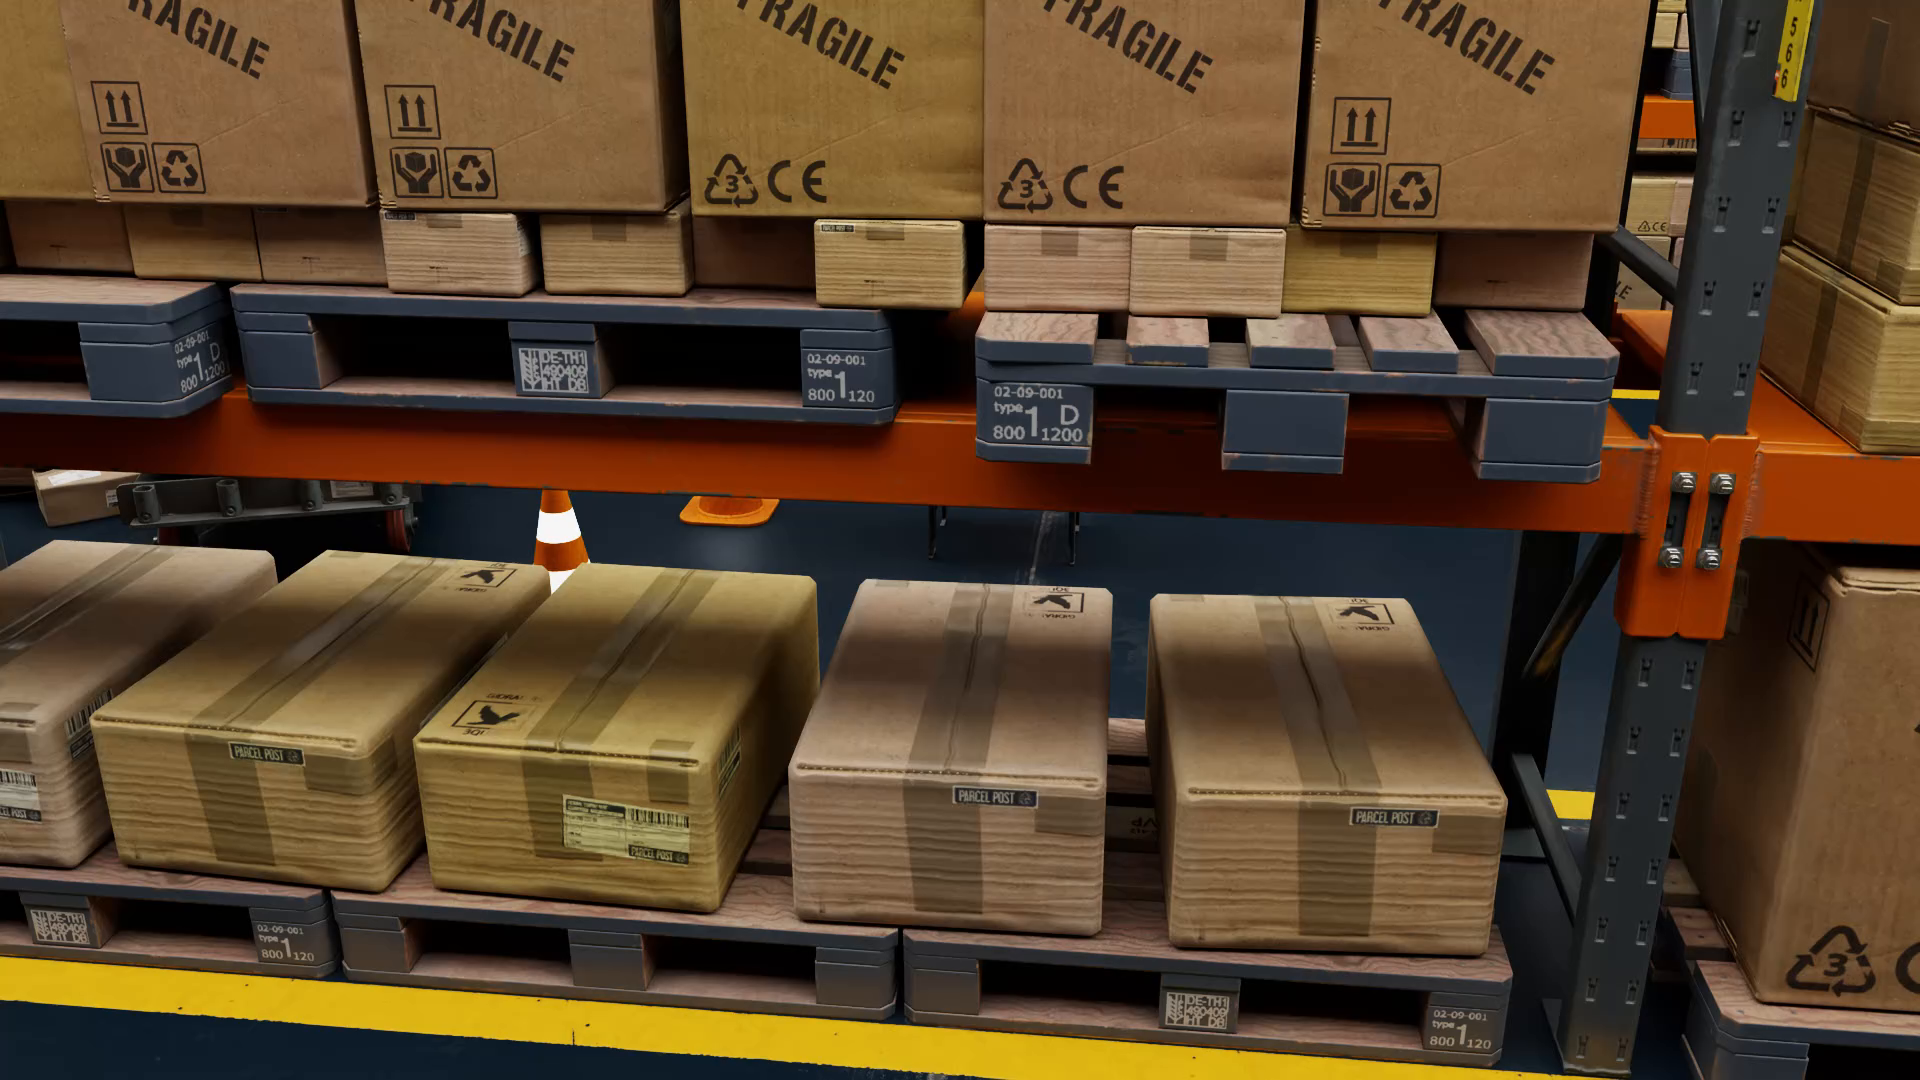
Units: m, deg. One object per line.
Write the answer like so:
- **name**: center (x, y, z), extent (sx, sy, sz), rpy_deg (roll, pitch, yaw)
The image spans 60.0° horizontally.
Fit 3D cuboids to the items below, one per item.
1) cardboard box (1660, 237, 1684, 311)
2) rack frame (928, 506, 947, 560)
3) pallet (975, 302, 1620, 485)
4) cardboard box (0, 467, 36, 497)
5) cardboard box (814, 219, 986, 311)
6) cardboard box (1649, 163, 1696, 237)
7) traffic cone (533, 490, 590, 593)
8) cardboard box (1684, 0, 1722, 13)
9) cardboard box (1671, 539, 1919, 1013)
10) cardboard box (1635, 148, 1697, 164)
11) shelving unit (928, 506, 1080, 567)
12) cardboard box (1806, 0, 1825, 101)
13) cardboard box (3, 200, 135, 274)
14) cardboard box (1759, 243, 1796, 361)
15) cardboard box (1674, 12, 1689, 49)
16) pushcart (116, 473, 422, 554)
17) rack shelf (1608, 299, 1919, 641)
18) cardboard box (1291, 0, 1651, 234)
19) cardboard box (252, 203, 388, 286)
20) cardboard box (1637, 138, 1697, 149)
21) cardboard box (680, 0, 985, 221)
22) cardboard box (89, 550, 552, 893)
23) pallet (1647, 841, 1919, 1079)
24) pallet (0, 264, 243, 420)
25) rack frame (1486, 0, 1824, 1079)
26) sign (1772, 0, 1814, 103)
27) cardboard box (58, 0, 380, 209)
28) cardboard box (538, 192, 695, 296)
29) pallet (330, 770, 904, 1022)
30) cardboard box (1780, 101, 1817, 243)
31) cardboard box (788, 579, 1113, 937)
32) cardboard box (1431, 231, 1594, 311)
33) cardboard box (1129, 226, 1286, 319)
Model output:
- **cardboard box**: center (3.476, -1.202, 7.728), extent (0.500, 0.500, 0.500), rpy_deg (2, 22, 5)
- **rack frame**: center (-0.078, -0.980, 5.562), extent (0.015, 2.100, 0.400), rpy_deg (2, 22, 6)
- **pallet**: center (0.591, -0.425, 3.195), extent (1.003, 0.211, 1.213), rpy_deg (2, 22, 6)
- **cardboard box**: center (-3.661, -0.581, 6.541), extent (0.503, 0.637, 0.797), rpy_deg (2, 22, 6)
- **cardboard box**: center (-0.096, -0.529, 2.969), extent (0.250, 0.149, 0.380), rpy_deg (3, 22, 7)
- **cardboard box**: center (3.443, -1.549, 7.587), extent (0.500, 0.250, 0.500), rpy_deg (3, 22, 7)
- **traffic cone**: center (-1.265, 0.027, 5.241), extent (0.334, 0.463, 0.336), rpy_deg (2, 22, 6)
- **cardboard box**: center (3.282, -2.413, 7.329), extent (0.250, 0.149, 0.380), rpy_deg (3, 22, 6)
- **cardboard box**: center (1.987, 0.331, 3.341), extent (0.875, 0.875, 0.875), rpy_deg (2, 22, 6)
- **cardboard box**: center (3.509, -1.736, 8.059), extent (0.500, 0.250, 0.500), rpy_deg (3, 22, 8)
- **shelving unit**: center (0.164, -0.969, 5.536), extent (0.503, 2.100, 0.431), rpy_deg (2, 22, 6)
- **cardboard box**: center (1.855, -1.107, 3.163), extent (0.500, 0.500, 0.500), rpy_deg (2, 22, 5)
- **cardboard box**: center (-1.612, -0.636, 3.239), extent (0.250, 0.149, 0.380), rpy_deg (4, 22, 10)
- **cardboard box**: center (1.844, -0.525, 3.392), extent (0.500, 0.250, 0.500), rpy_deg (2, 22, 4)
- **cardboard box**: center (3.281, -2.274, 7.383), extent (0.250, 0.149, 0.380), rpy_deg (3, 22, 8)
- **pushcart**: center (-2.442, -0.310, 6.211), extent (0.936, 0.377, 1.648), rpy_deg (-5, 22, -12)
- **rack shelf**: center (3.297, -0.101, 3.094), extent (4.000, 0.370, 1.077), rpy_deg (2, 22, 6)
- **cardboard box**: center (0.827, -0.820, 2.823), extent (0.500, 0.500, 0.500), rpy_deg (2, 22, 5)
- **cardboard box**: center (-1.116, -0.598, 3.143), extent (0.250, 0.149, 0.380), rpy_deg (3, 22, 7)
- **cardboard box**: center (4.924, -3.233, 12.356), extent (0.875, 0.875, 1.225), rpy_deg (2, 22, 4)
- **cardboard box**: center (-0.189, -0.860, 2.923), extent (0.500, 0.500, 0.500), rpy_deg (1, 22, 3)
- **cardboard box**: center (-1.426, 0.383, 3.893), extent (0.625, 0.372, 0.950), rpy_deg (4, 22, 10)
- **pallet**: center (2.085, 0.836, 3.537), extent (1.213, 0.211, 1.003), rpy_deg (2, 22, 6)
- **pallet**: center (-1.919, -0.520, 3.435), extent (1.213, 0.211, 1.003), rpy_deg (2, 22, 6)
- **rack frame**: center (1.311, -0.522, 3.180), extent (0.127, 3.000, 1.000), rpy_deg (2, 22, 6)
- **sign**: center (1.257, -0.825, 2.480), extent (0.005, 0.325, 0.100), rpy_deg (2, 22, 6)
- **cardboard box**: center (-1.242, -0.902, 3.030), extent (0.500, 0.500, 0.500), rpy_deg (2, 22, 6)
- **cardboard box**: center (-0.590, -0.567, 3.064), extent (0.250, 0.149, 0.380), rpy_deg (2, 22, 5)
- **pallet**: center (-0.673, 0.687, 3.916), extent (1.213, 0.211, 1.003), rpy_deg (2, 22, 6)
- **cardboard box**: center (1.822, -0.756, 3.297), extent (0.500, 0.250, 0.500), rpy_deg (2, 22, 6)
- **cardboard box**: center (0.017, 0.448, 3.730), extent (0.625, 0.372, 0.950), rpy_deg (2, 22, 5)
- **cardboard box**: center (0.958, -0.529, 2.968), extent (0.250, 0.149, 0.380), rpy_deg (3, 22, 8)
- **cardboard box**: center (0.428, -0.508, 2.916), extent (0.250, 0.149, 0.380), rpy_deg (2, 22, 6)
